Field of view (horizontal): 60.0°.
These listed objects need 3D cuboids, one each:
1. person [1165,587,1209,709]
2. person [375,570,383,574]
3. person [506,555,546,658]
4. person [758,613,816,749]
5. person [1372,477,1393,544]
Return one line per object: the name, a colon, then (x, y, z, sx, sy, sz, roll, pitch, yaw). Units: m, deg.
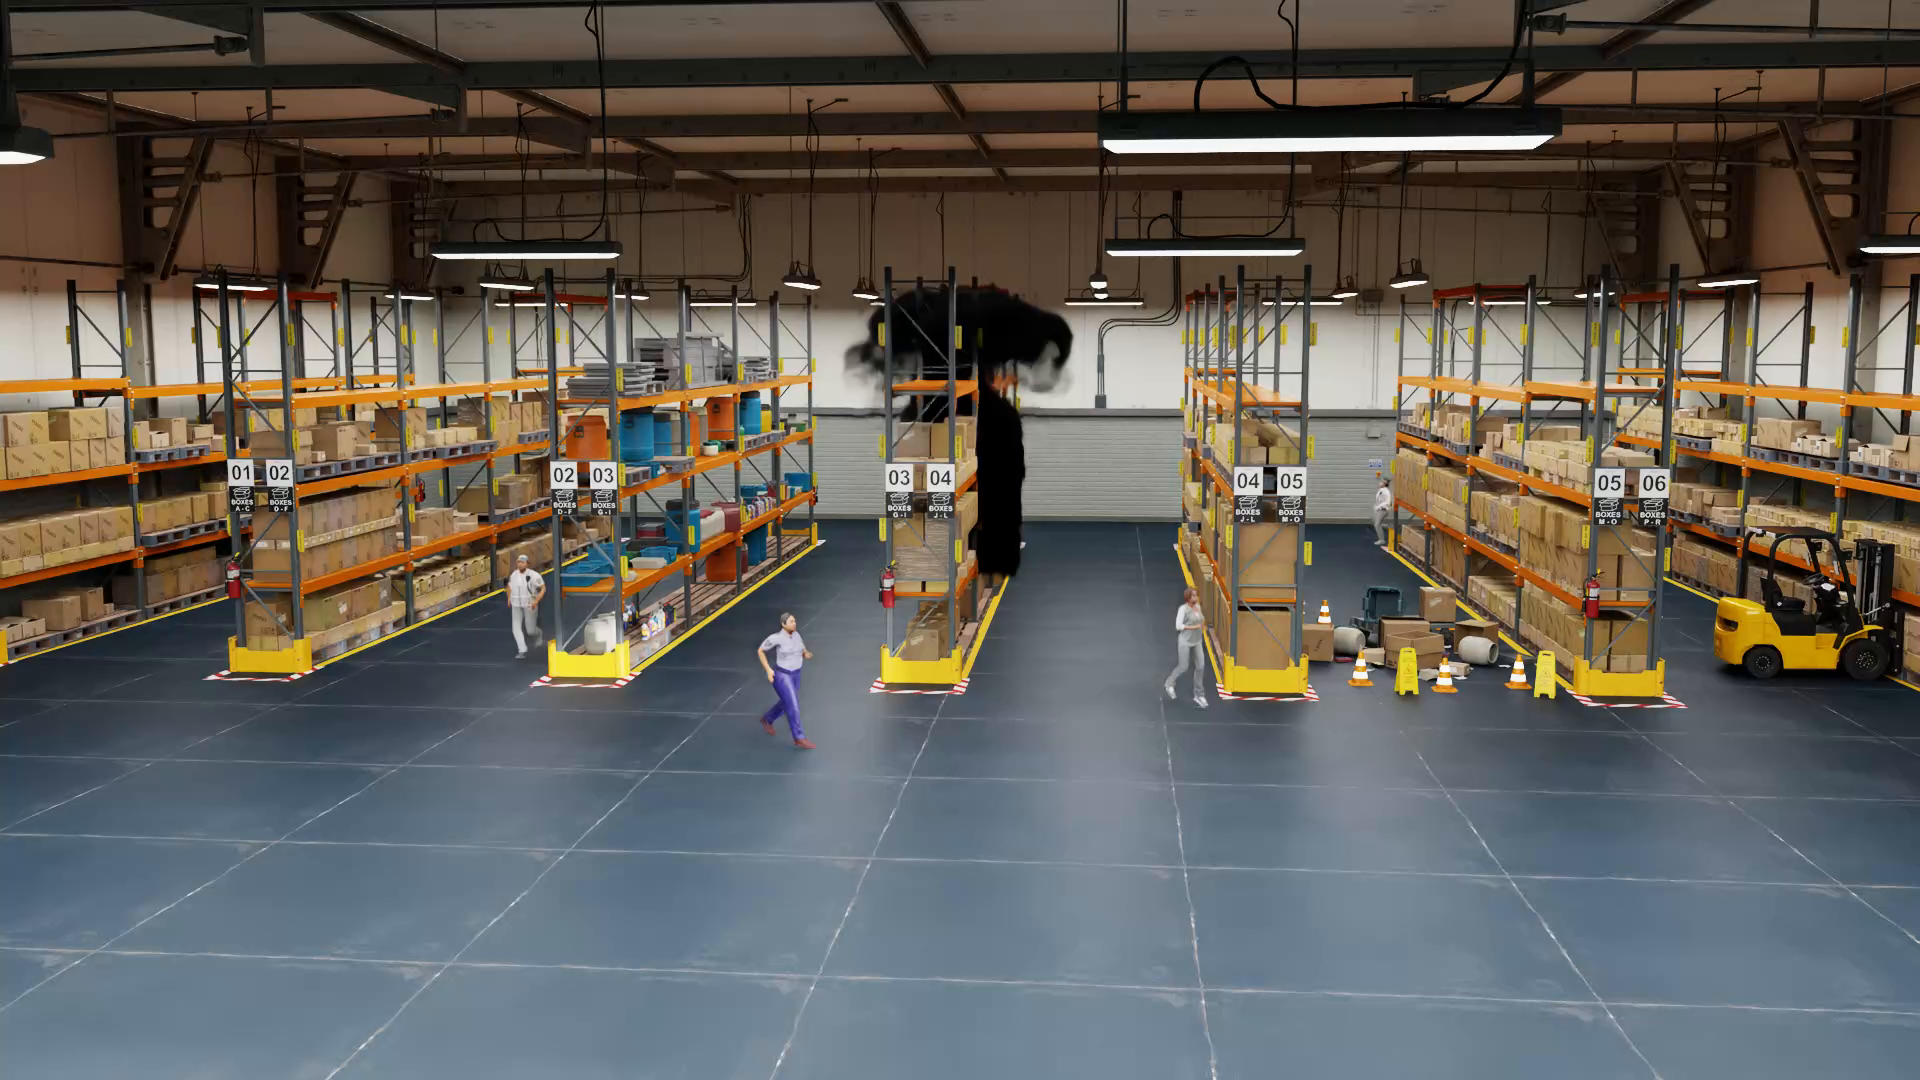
person: (3.114, 1.446, 22.753, 0.575, 1.631, 0.771, -5, 9, -36)
person: (-11.717, 0.144, 33.012, 0.760, 1.721, 0.557, 0, 7, -3)
person: (-6.824, 1.024, 26.158, 0.648, 1.616, 0.648, 1, 7, 7)
person: (-2.142, 1.694, 20.411, 0.936, 1.637, 0.604, 5, 8, 33)
person: (10.309, -0.712, 40.445, 0.555, 1.657, 0.625, 0, 7, -1)
